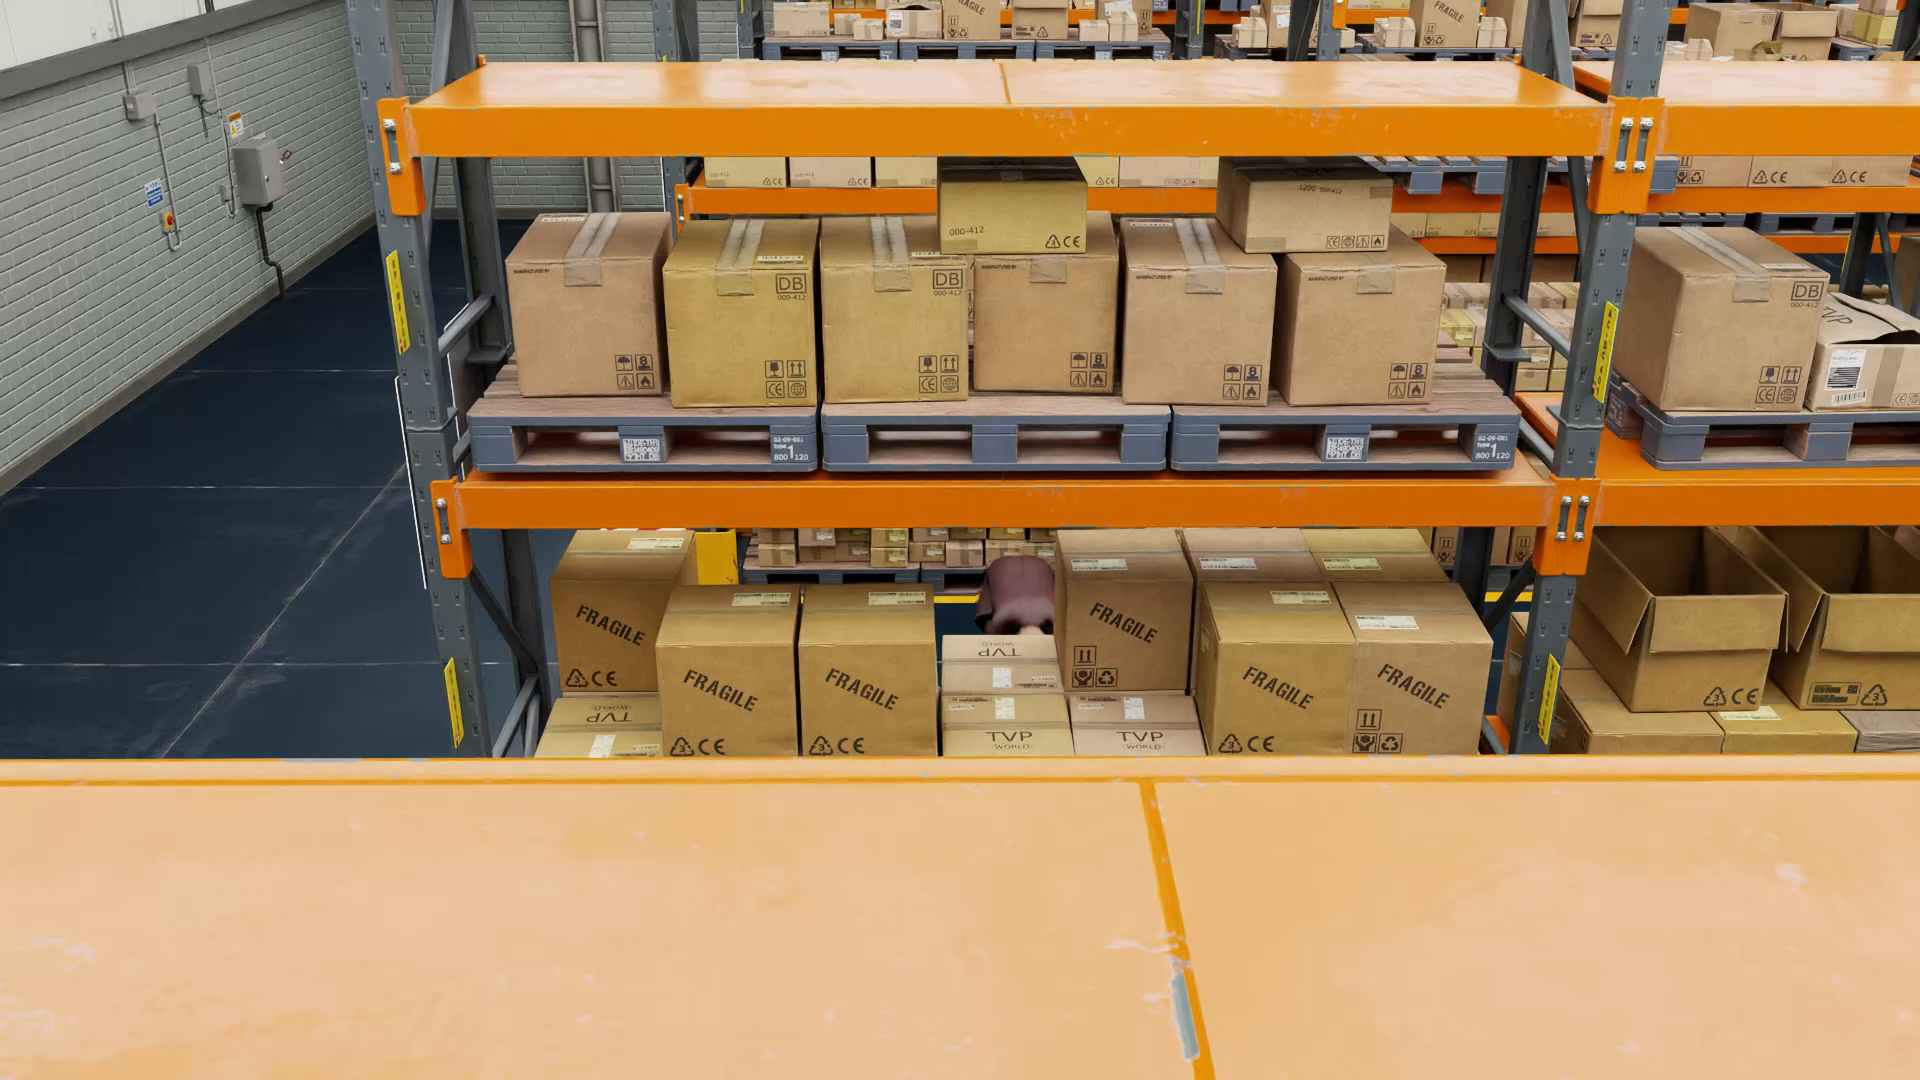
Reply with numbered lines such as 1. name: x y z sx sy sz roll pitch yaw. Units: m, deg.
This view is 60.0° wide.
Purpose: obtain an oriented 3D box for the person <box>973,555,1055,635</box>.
1. person: 0.380 0.612 9.774 0.591 0.942 0.947 -1 24 -3
